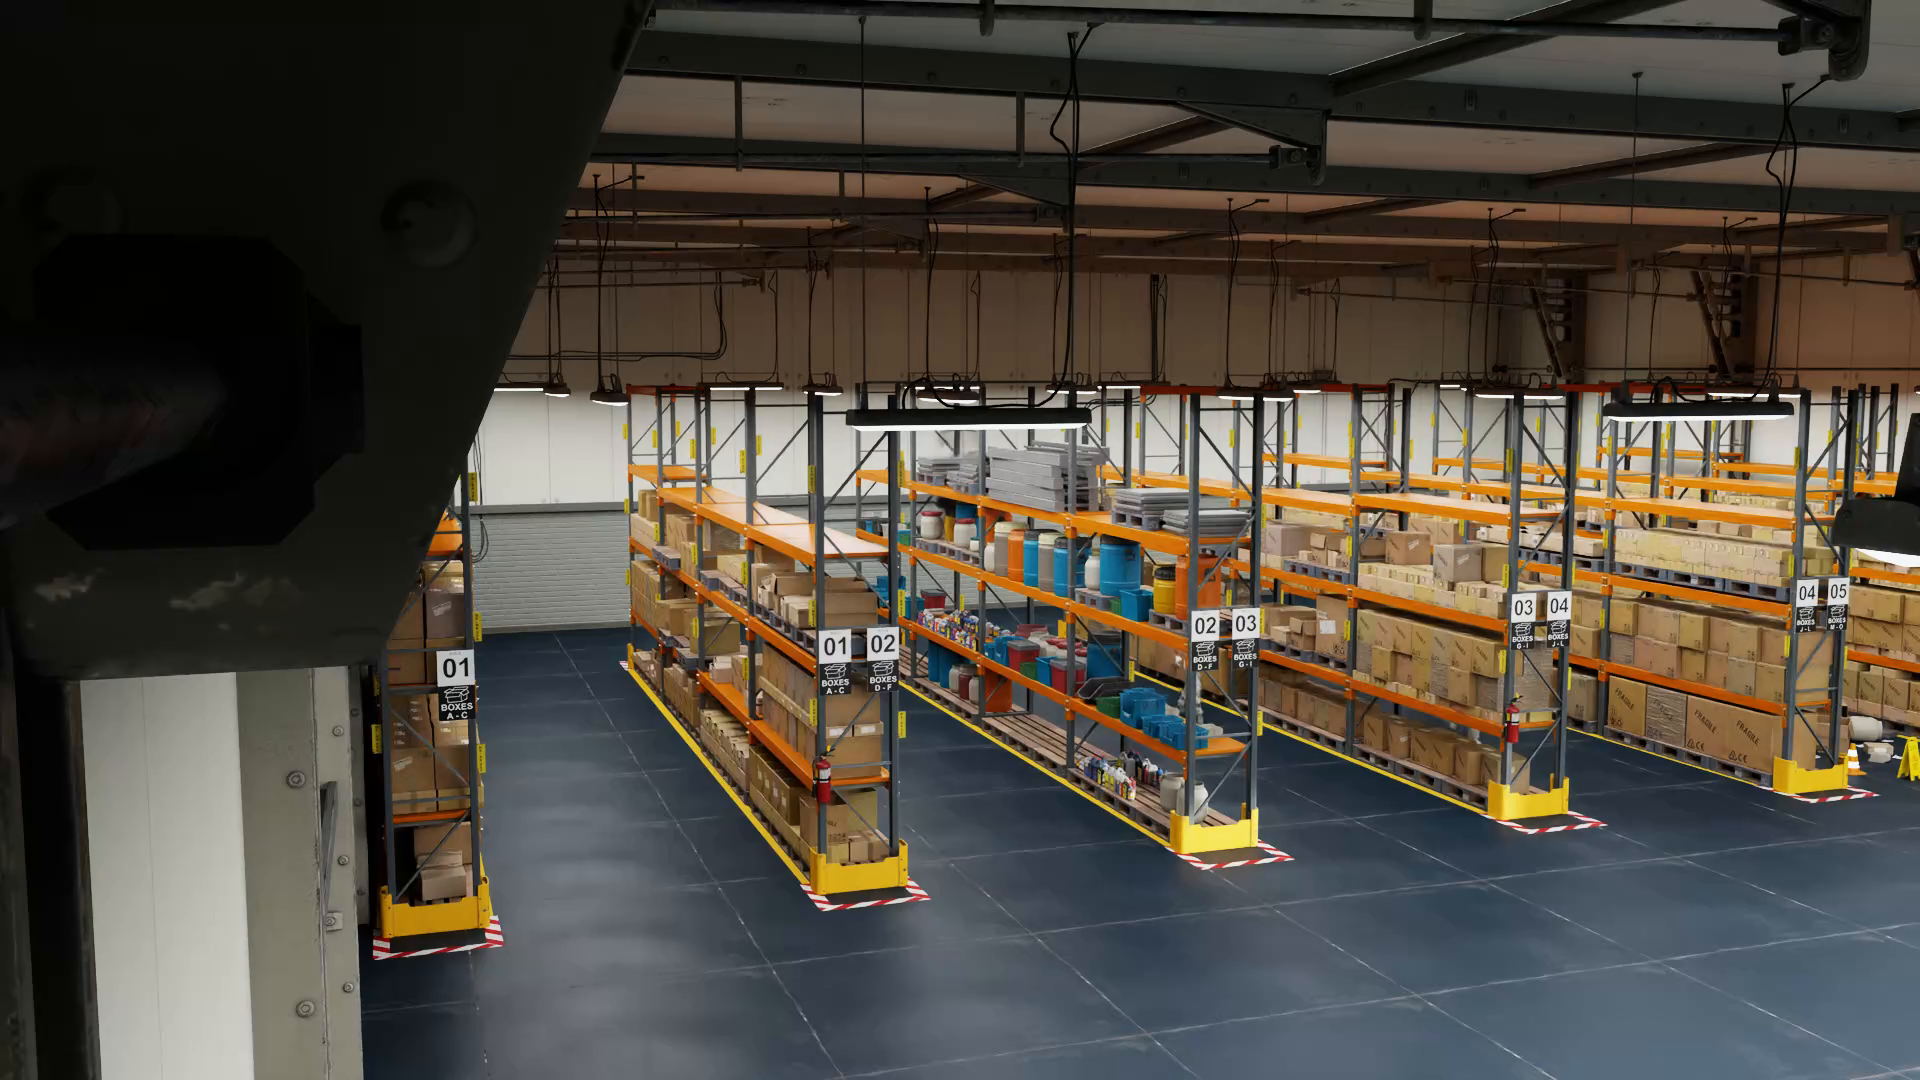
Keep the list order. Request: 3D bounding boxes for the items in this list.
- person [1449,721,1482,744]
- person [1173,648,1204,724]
[{"bbox_3d":[8.655,2.594,28.216,0.710,1.724,0.869,-4,7,-33],"label":"person"},{"bbox_3d":[4.193,2.366,30.029,0.653,1.793,0.989,-3,6,-25],"label":"person"}]
